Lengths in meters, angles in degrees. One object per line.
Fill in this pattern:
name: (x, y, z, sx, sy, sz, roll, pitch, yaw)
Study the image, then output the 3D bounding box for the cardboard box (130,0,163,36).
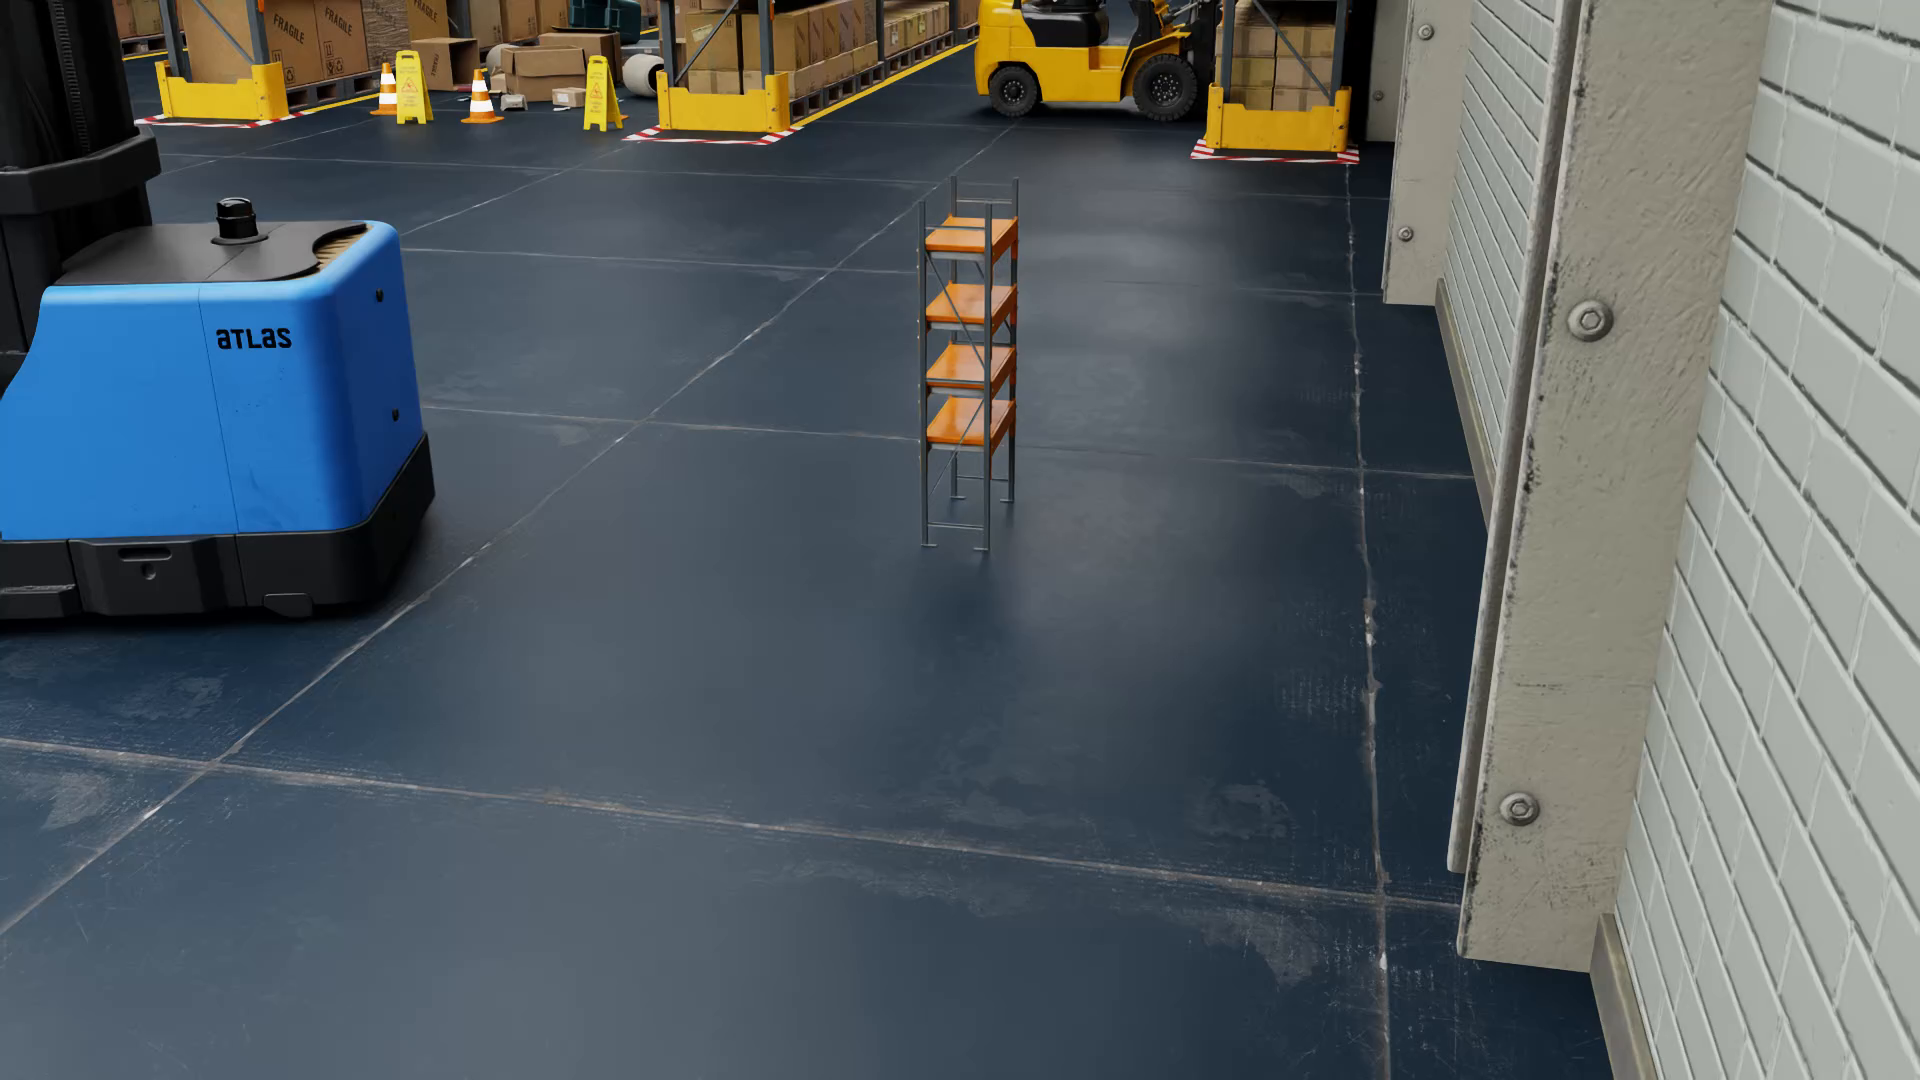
cardboard box: (-10.786, -6.786, 21.446, 0.700, 0.500, 0.500, 4, 22, 11)

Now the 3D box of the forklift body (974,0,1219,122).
forklift body: (1.298, -5.190, 15.860, 2.313, 2.155, 1.214, 4, 22, 11)

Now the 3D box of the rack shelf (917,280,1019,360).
rack shelf: (0.034, -0.762, 5.721, 0.258, 0.148, 0.480, 4, 22, 11)

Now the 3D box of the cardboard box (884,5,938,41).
cardboard box: (-0.798, -6.553, 21.065, 0.950, 0.372, 0.625, 4, 22, 10)

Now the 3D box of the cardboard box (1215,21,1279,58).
cardboard box: (2.486, -4.326, 14.360, 0.500, 0.250, 0.500, 5, 23, 13)

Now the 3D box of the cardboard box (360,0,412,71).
cardboard box: (-6.590, -5.586, 17.989, 0.875, 0.875, 0.875, 5, 22, 11)

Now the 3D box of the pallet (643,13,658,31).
pallet: (-4.985, -7.831, 25.015, 1.003, 0.211, 1.213, 4, 22, 11)

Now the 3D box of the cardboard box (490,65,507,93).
cardboard box: (-4.761, -4.894, 17.649, 0.396, 0.266, 0.258, 8, 23, 20)

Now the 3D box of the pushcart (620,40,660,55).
pushcart: (-3.589, -5.530, 19.079, 1.648, 0.377, 0.936, -3, 22, -8)

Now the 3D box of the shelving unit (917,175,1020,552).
shelving unit: (0.034, -0.617, 5.780, 0.258, 1.200, 0.503, 4, 22, 11)

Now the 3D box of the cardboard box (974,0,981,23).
cardboard box: (-0.122, -7.835, 23.574, 0.875, 0.875, 0.875, 5, 22, 12)

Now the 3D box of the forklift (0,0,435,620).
forklift: (-3.383, -1.244, 5.018, 3.031, 2.935, 1.130, -2, 22, -5)

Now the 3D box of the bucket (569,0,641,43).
bucket: (-3.984, -5.892, 18.815, 0.726, 0.611, 0.620, 13, 15, 29)

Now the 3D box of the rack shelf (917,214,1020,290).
rack shelf: (0.034, -0.982, 5.633, 0.258, 0.148, 0.480, 4, 22, 11)

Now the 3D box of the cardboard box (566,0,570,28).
cardboard box: (-5.610, -7.329, 22.486, 1.050, 0.750, 0.750, 4, 22, 10)

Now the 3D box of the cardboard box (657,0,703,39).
cardboard box: (-3.096, -5.907, 18.838, 0.500, 0.500, 0.500, 4, 22, 11)

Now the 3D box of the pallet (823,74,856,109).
pallet: (-1.696, -4.601, 16.996, 1.003, 0.211, 1.213, 4, 22, 11)

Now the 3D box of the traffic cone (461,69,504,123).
traffic cone: (-4.494, -4.167, 15.580, 0.336, 0.463, 0.334, 4, 22, 11)

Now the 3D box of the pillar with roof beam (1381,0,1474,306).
pillar with roof beam: (-1.717, -5.853, 8.341, 9.100, 9.000, 0.400, 4, 22, 11)

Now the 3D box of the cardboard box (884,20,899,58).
cardboard box: (-1.242, -5.758, 19.092, 0.950, 0.372, 0.625, 5, 22, 12)

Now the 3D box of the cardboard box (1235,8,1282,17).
cardboard box: (2.788, -4.883, 15.743, 0.500, 0.250, 0.500, 4, 22, 10)

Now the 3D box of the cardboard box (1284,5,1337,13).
cardboard box: (3.397, -5.032, 16.112, 0.500, 0.250, 0.500, 5, 22, 11)

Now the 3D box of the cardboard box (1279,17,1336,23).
cardboard box: (3.079, -4.478, 14.738, 0.500, 0.250, 0.500, 4, 22, 11)

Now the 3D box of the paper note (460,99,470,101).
paper note: (-5.056, -4.519, 17.035, 0.144, 0.017, 0.142, 13, 25, 29)

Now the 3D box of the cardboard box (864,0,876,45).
cardboard box: (-1.205, -5.621, 17.910, 0.500, 0.500, 0.500, 4, 22, 10)

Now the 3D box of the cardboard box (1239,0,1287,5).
cardboard box: (3.107, -5.444, 17.135, 0.500, 0.250, 0.500, 4, 22, 10)

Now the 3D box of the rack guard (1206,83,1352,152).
rack guard: (2.692, -3.582, 14.079, 1.175, 0.500, 0.348, 4, 22, 11)

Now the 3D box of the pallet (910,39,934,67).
pallet: (-0.943, -6.029, 20.542, 1.003, 0.211, 1.213, 4, 22, 11)

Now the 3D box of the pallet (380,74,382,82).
pallet: (-6.445, -5.365, 18.893, 1.003, 0.211, 1.213, 4, 22, 11)

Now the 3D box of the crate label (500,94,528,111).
crate label: (-4.395, -4.308, 16.367, 0.250, 0.136, 0.298, -7, 23, -17)

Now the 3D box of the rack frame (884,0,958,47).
rack frame: (-0.531, -8.053, 21.835, 1.000, 3.000, 0.127, 4, 22, 11)

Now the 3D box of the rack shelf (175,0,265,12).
rack shelf: (-6.622, -5.866, 17.366, 1.077, 0.370, 4.000, 4, 22, 11)

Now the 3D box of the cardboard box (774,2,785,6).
cardboard box: (-2.042, -5.083, 16.574, 0.500, 0.500, 0.500, 4, 22, 10)

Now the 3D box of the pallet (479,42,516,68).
pallet: (-6.130, -5.925, 20.284, 1.003, 0.211, 1.213, 4, 22, 11)

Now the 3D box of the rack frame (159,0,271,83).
rack frame: (-7.030, -5.468, 15.415, 1.000, 3.000, 0.127, 4, 22, 11)

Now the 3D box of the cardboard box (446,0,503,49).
cardboard box: (-6.175, -6.316, 19.970, 1.050, 0.750, 0.750, 4, 22, 11)

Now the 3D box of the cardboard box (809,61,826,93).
cardboard box: (-1.616, -4.507, 16.148, 0.500, 0.250, 0.500, 5, 23, 13)

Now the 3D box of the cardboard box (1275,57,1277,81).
cardboard box: (2.603, -4.286, 14.931, 0.500, 0.250, 0.500, 4, 22, 10)

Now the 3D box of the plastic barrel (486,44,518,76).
plastic barrel: (-4.943, -5.204, 18.209, 0.421, 0.421, 0.512, -16, 27, -35)

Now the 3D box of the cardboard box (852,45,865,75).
cardboard box: (-1.303, -5.078, 17.565, 0.500, 0.250, 0.500, 4, 22, 9)

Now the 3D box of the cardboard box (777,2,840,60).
cardboard box: (-1.511, -5.052, 16.497, 0.500, 0.500, 0.500, 5, 22, 12)

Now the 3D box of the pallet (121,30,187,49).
pallet: (-10.644, -6.785, 22.418, 1.003, 0.211, 1.213, 4, 22, 11)

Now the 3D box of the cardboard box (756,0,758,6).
cardboard box: (-2.136, -5.336, 16.334, 0.380, 0.149, 0.250, 5, 23, 13)
